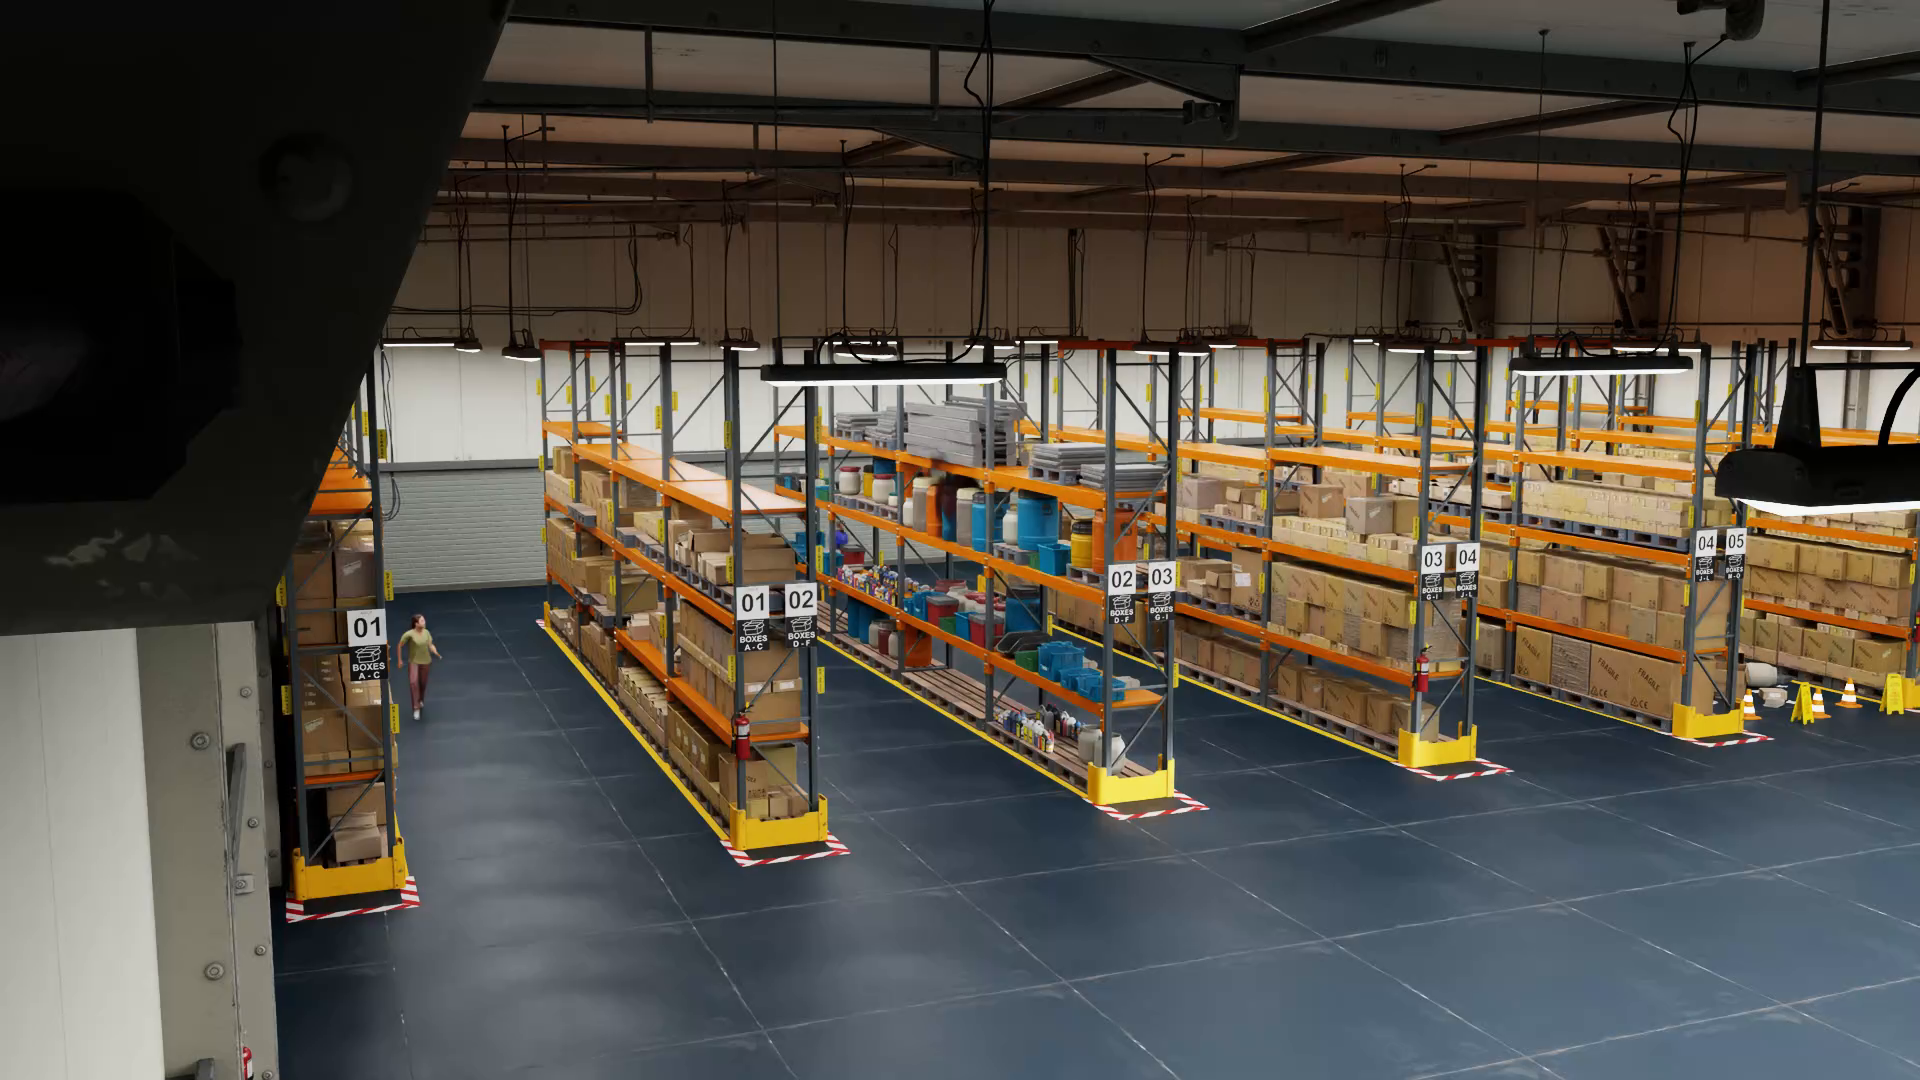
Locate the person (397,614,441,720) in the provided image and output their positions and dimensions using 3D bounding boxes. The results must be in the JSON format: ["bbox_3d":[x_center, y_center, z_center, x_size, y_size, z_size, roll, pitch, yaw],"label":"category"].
[{"bbox_3d":[-8.811,2.017,27.099,0.665,1.651,0.972,-3,8,-22],"label":"person"}]

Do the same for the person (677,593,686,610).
[{"bbox_3d":[-5.362,1.355,31.984,0.481,1.645,0.948,-3,8,-20],"label":"person"}]

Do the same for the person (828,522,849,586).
[{"bbox_3d":[-2.884,0.362,39.648,0.705,1.622,0.463,0,7,0],"label":"person"}]
